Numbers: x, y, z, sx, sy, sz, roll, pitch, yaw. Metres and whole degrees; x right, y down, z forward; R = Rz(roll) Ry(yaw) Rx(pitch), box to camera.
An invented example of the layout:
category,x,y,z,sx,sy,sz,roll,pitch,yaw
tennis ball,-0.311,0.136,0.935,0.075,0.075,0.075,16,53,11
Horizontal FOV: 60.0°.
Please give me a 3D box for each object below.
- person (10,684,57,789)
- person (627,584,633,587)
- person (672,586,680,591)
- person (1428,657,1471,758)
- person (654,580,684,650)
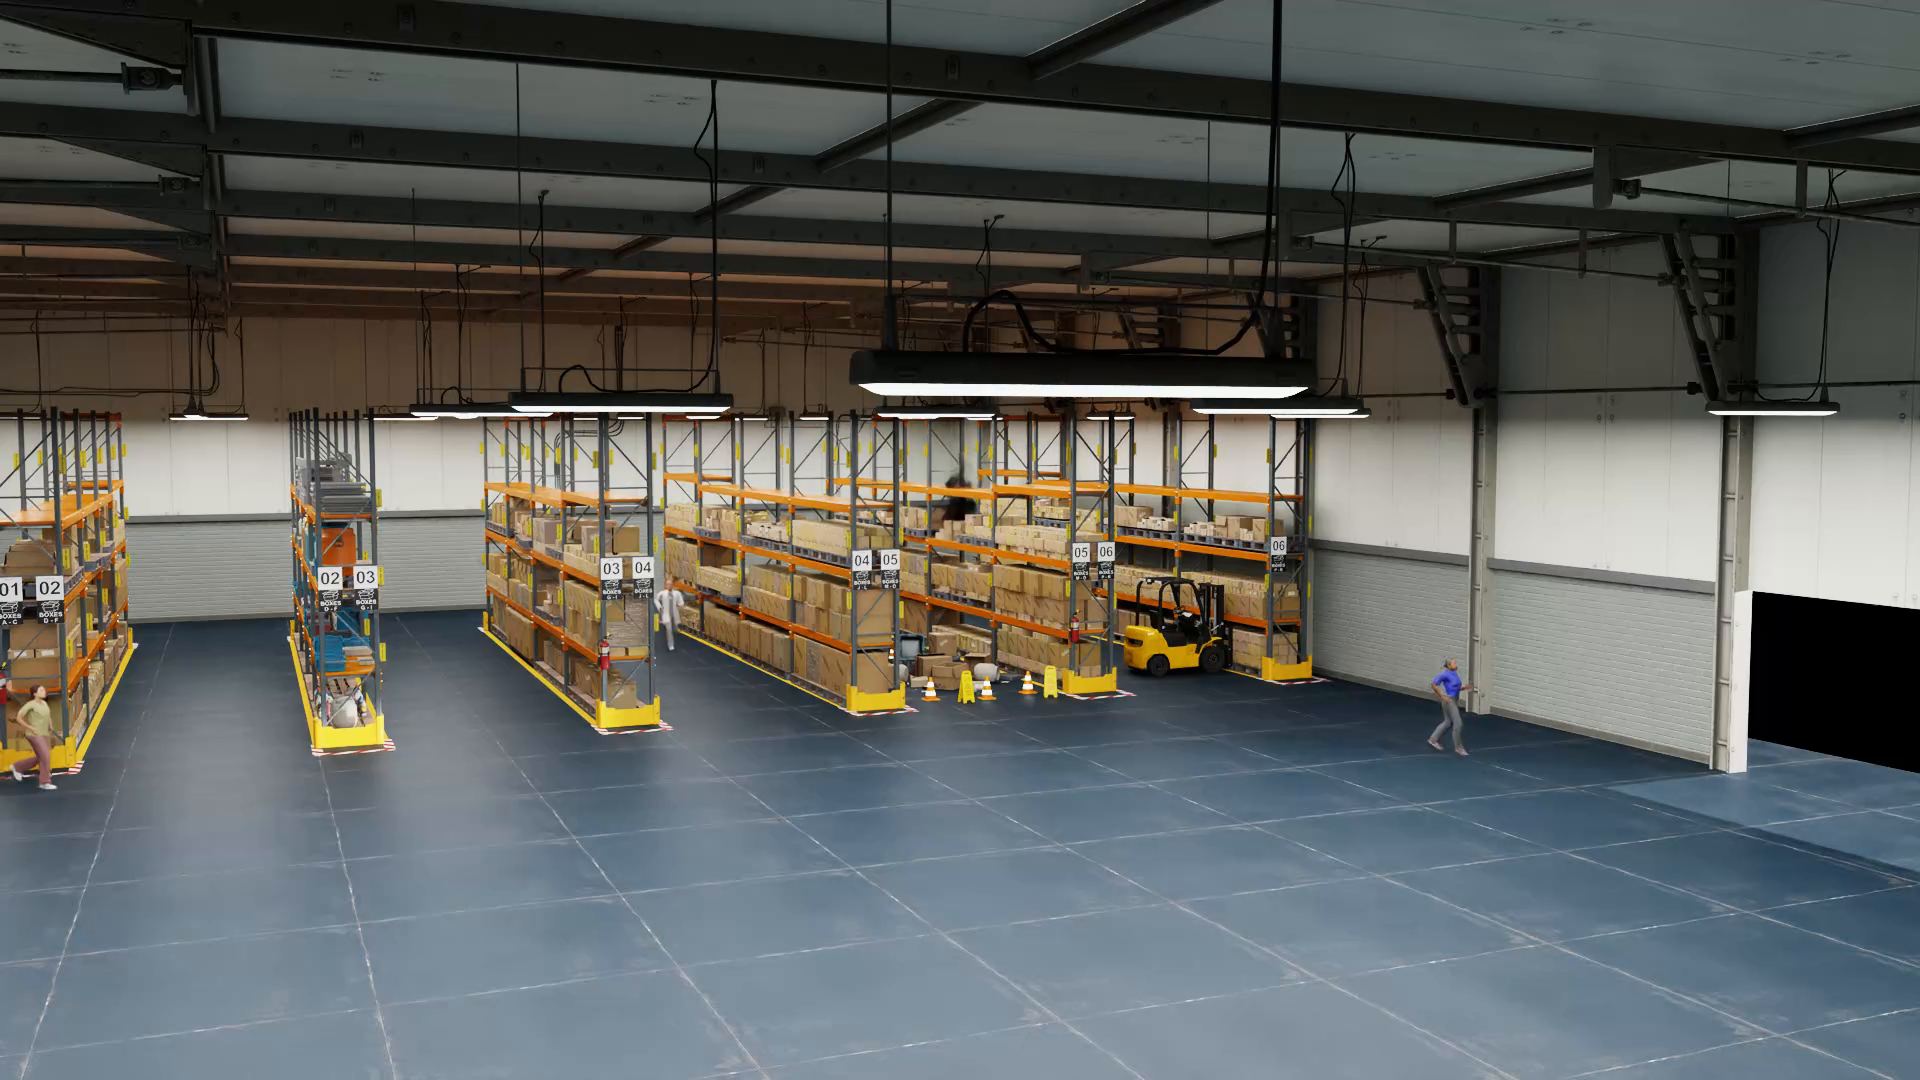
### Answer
category,x,y,z,sx,sy,sz,roll,pitch,yaw
person,-14.552,3.093,26.190,0.742,1.648,0.612,0,4,6
person,-9.553,1.588,47.112,0.742,1.674,0.597,1,4,9
person,-8.512,1.412,49.351,0.817,1.701,0.793,0,4,2
person,8.467,2.871,28.743,0.781,1.700,0.567,3,5,34
person,-7.357,1.897,42.154,0.720,1.746,0.916,-2,4,-21
